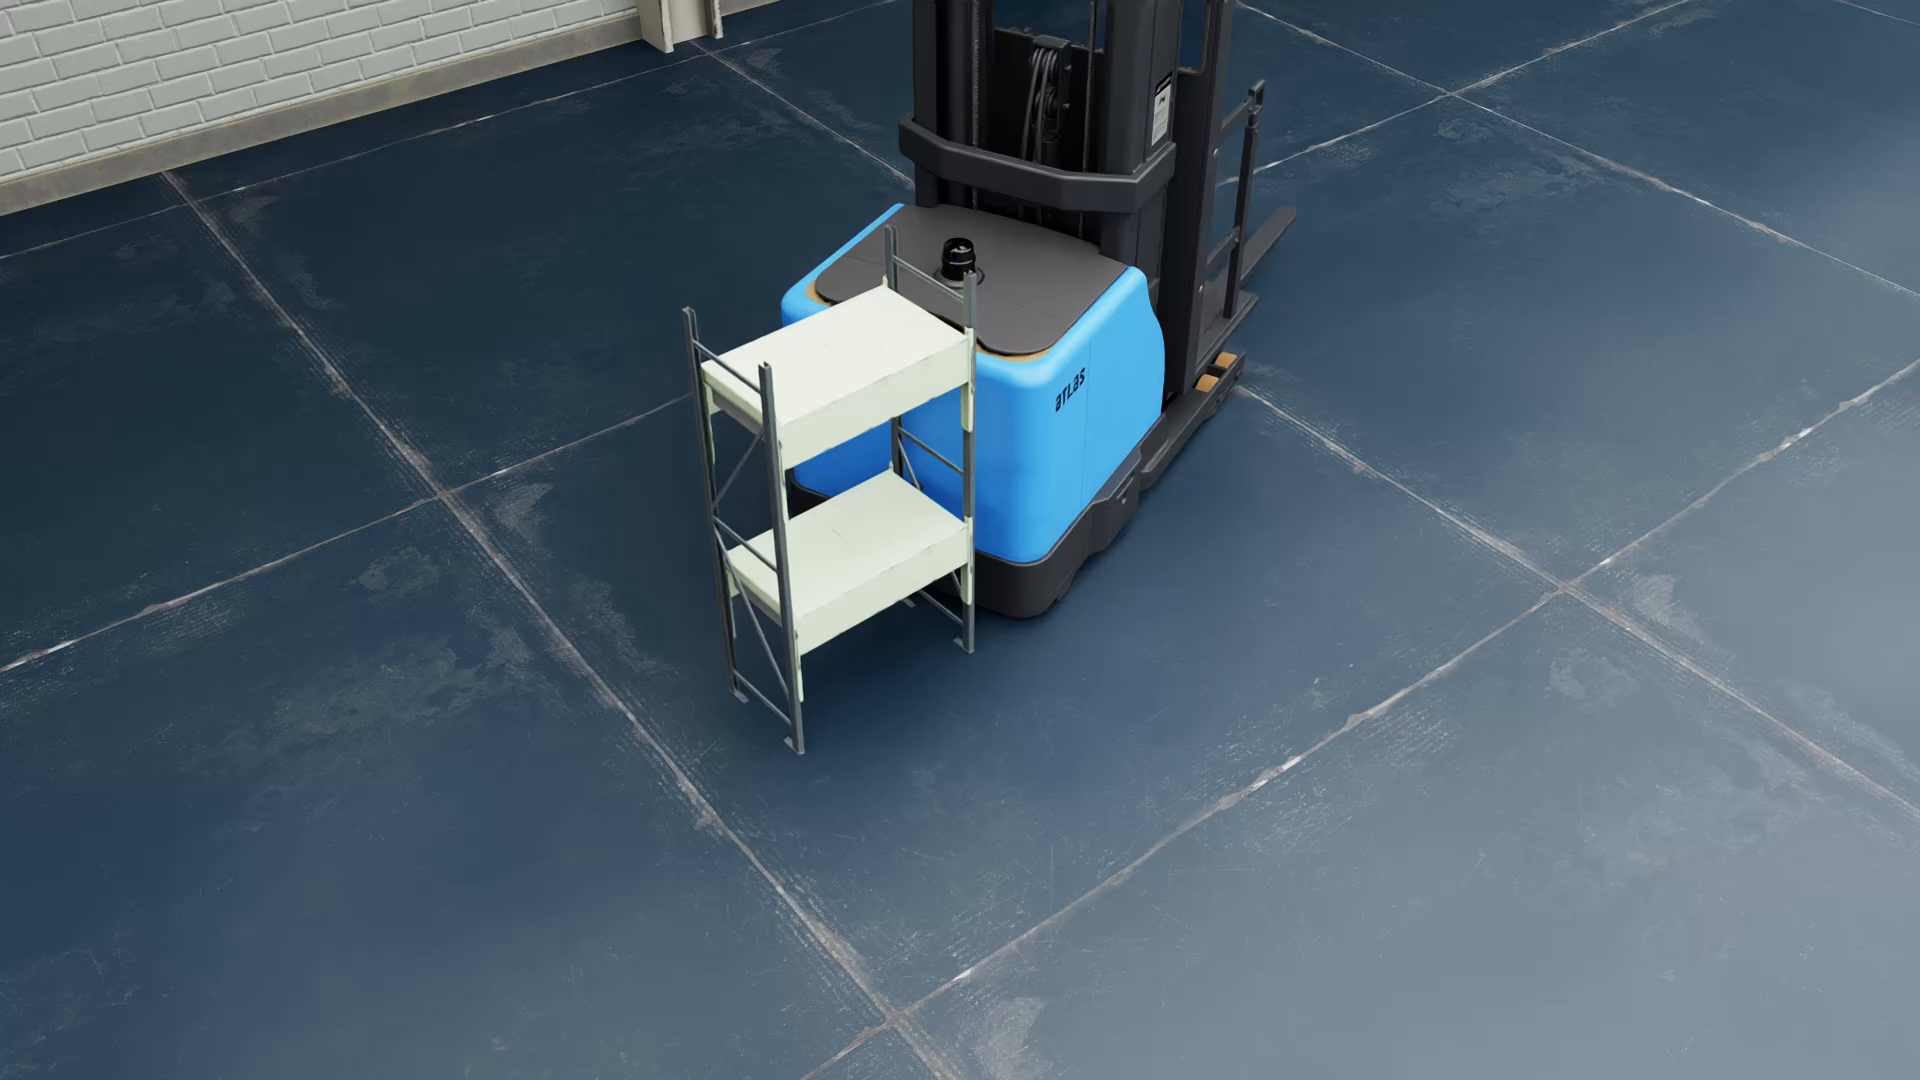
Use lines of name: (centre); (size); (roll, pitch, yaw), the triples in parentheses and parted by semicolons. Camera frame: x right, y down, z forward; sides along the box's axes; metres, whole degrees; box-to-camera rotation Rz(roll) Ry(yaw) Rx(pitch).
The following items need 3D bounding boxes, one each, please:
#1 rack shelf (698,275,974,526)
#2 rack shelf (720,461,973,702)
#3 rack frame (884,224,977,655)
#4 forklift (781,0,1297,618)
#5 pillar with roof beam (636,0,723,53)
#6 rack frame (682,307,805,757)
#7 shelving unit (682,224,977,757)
rack shelf: (-0.367, -0.432, 4.978); (0.720, 0.370, 0.431); (-29, 47, -30)
rack shelf: (-0.367, 0.122, 5.432); (0.720, 0.370, 0.431); (-29, 47, -30)
rack frame: (-0.090, -0.282, 5.411); (0.023, 1.500, 0.400); (-29, 47, -30)
forklift: (0.543, -1.780, 6.109); (1.130, 2.935, 3.031); (20, 43, 22)
pillar with roof beam: (0.966, -4.313, 4.412); (0.400, 9.000, 9.100); (-26, 46, -28)
rack frame: (-0.643, 0.022, 5.040); (0.023, 1.500, 0.400); (-29, 47, -30)
shelving unit: (-0.367, -0.130, 5.226); (0.755, 1.500, 0.431); (-29, 47, -30)
